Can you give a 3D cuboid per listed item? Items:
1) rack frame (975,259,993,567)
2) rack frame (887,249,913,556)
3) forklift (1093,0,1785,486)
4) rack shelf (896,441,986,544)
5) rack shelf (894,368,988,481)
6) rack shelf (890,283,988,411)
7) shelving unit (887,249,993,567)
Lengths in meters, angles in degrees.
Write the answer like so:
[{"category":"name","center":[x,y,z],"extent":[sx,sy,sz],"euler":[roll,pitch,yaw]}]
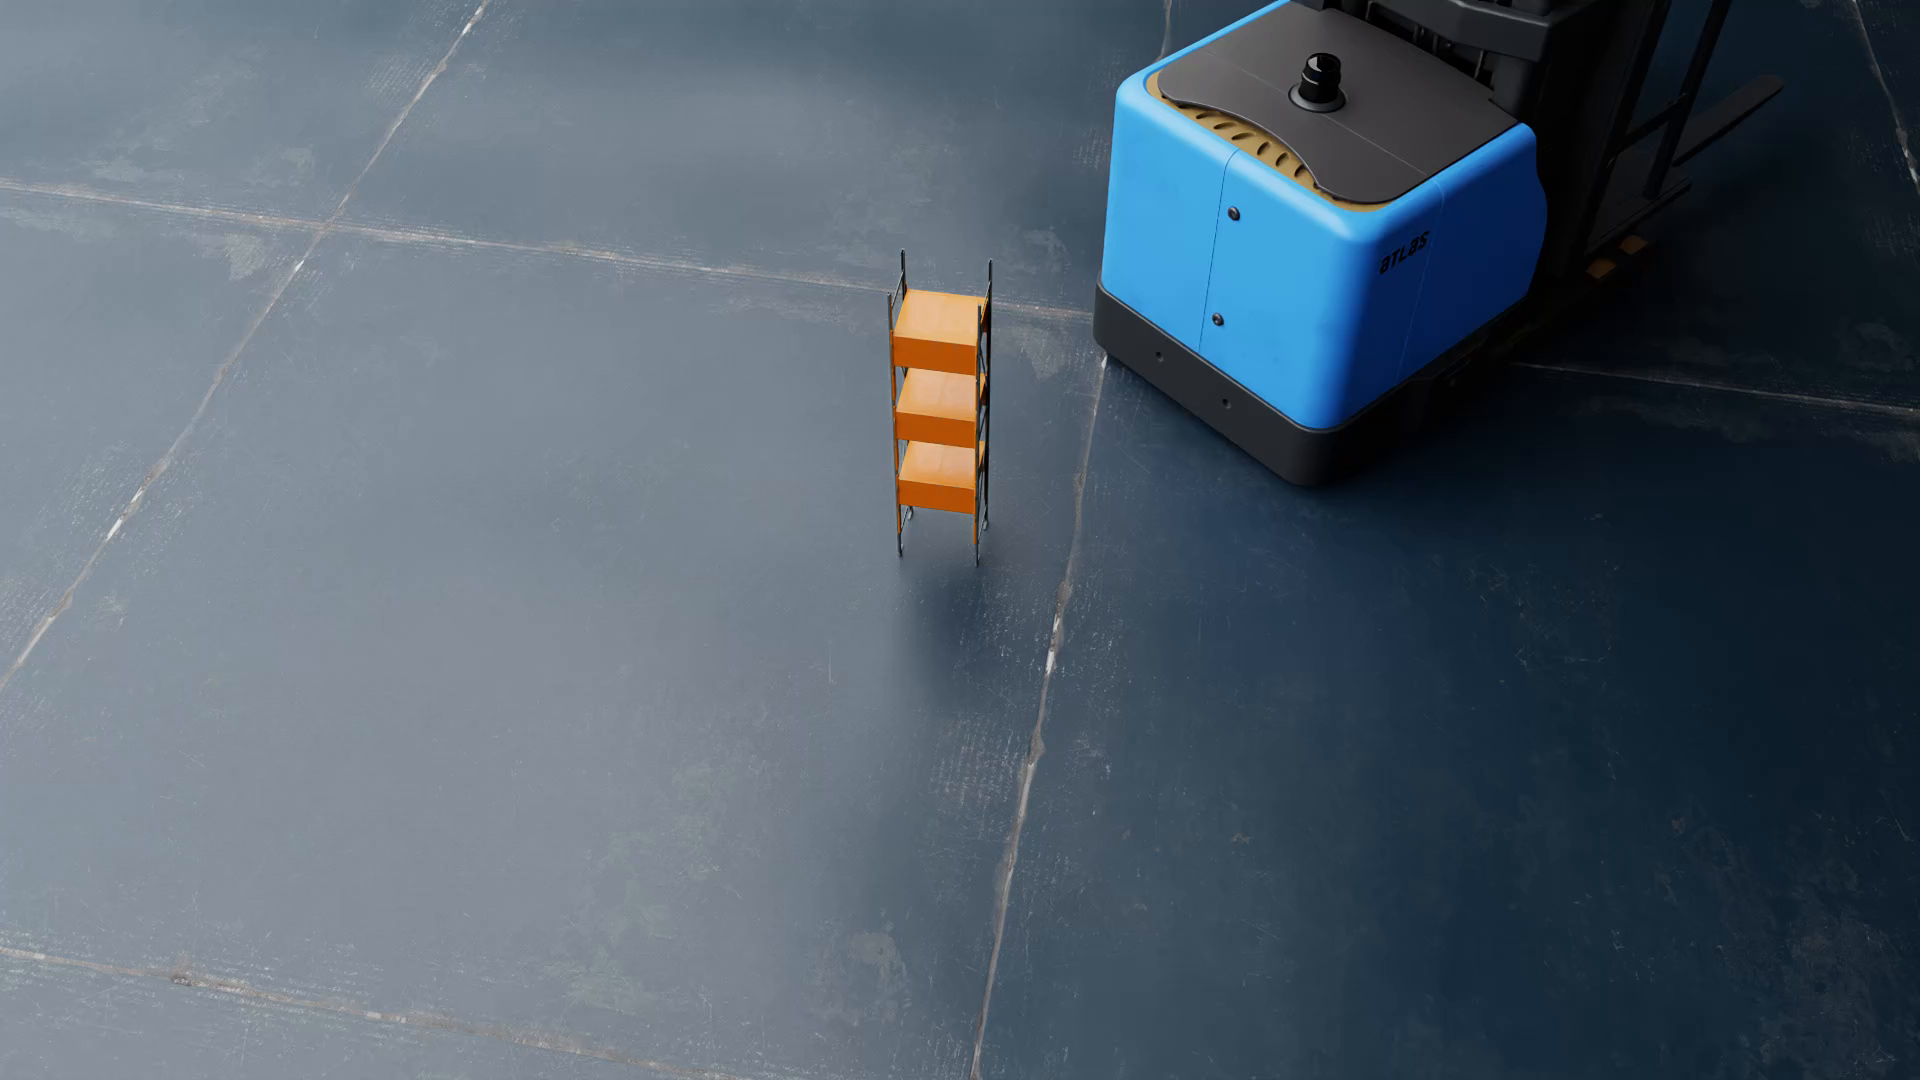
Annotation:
[{"category":"rack frame","center":[0.067,-0.342,4.851],"extent":[0.008,1.050,0.200],"euler":[8,49,7]},{"category":"rack frame","center":[-0.173,-0.374,4.880],"extent":[0.008,1.050,0.200],"euler":[8,49,7]},{"category":"forklift","center":[1.907,-2.101,5.167],"extent":[3.031,2.935,1.130],"euler":[-33,56,-26]},{"category":"rack shelf","center":[-0.053,-0.165,5.080],"extent":[0.240,0.259,0.215],"euler":[8,49,7]},{"category":"rack shelf","center":[-0.053,-0.351,4.874],"extent":[0.240,0.259,0.215],"euler":[8,49,7]},{"category":"rack shelf","center":[-0.053,-0.541,4.663],"extent":[0.240,0.259,0.215],"euler":[8,49,7]},{"category":"shelving unit","center":[-0.053,-0.358,4.866],"extent":[0.252,1.050,0.215],"euler":[8,49,7]}]
